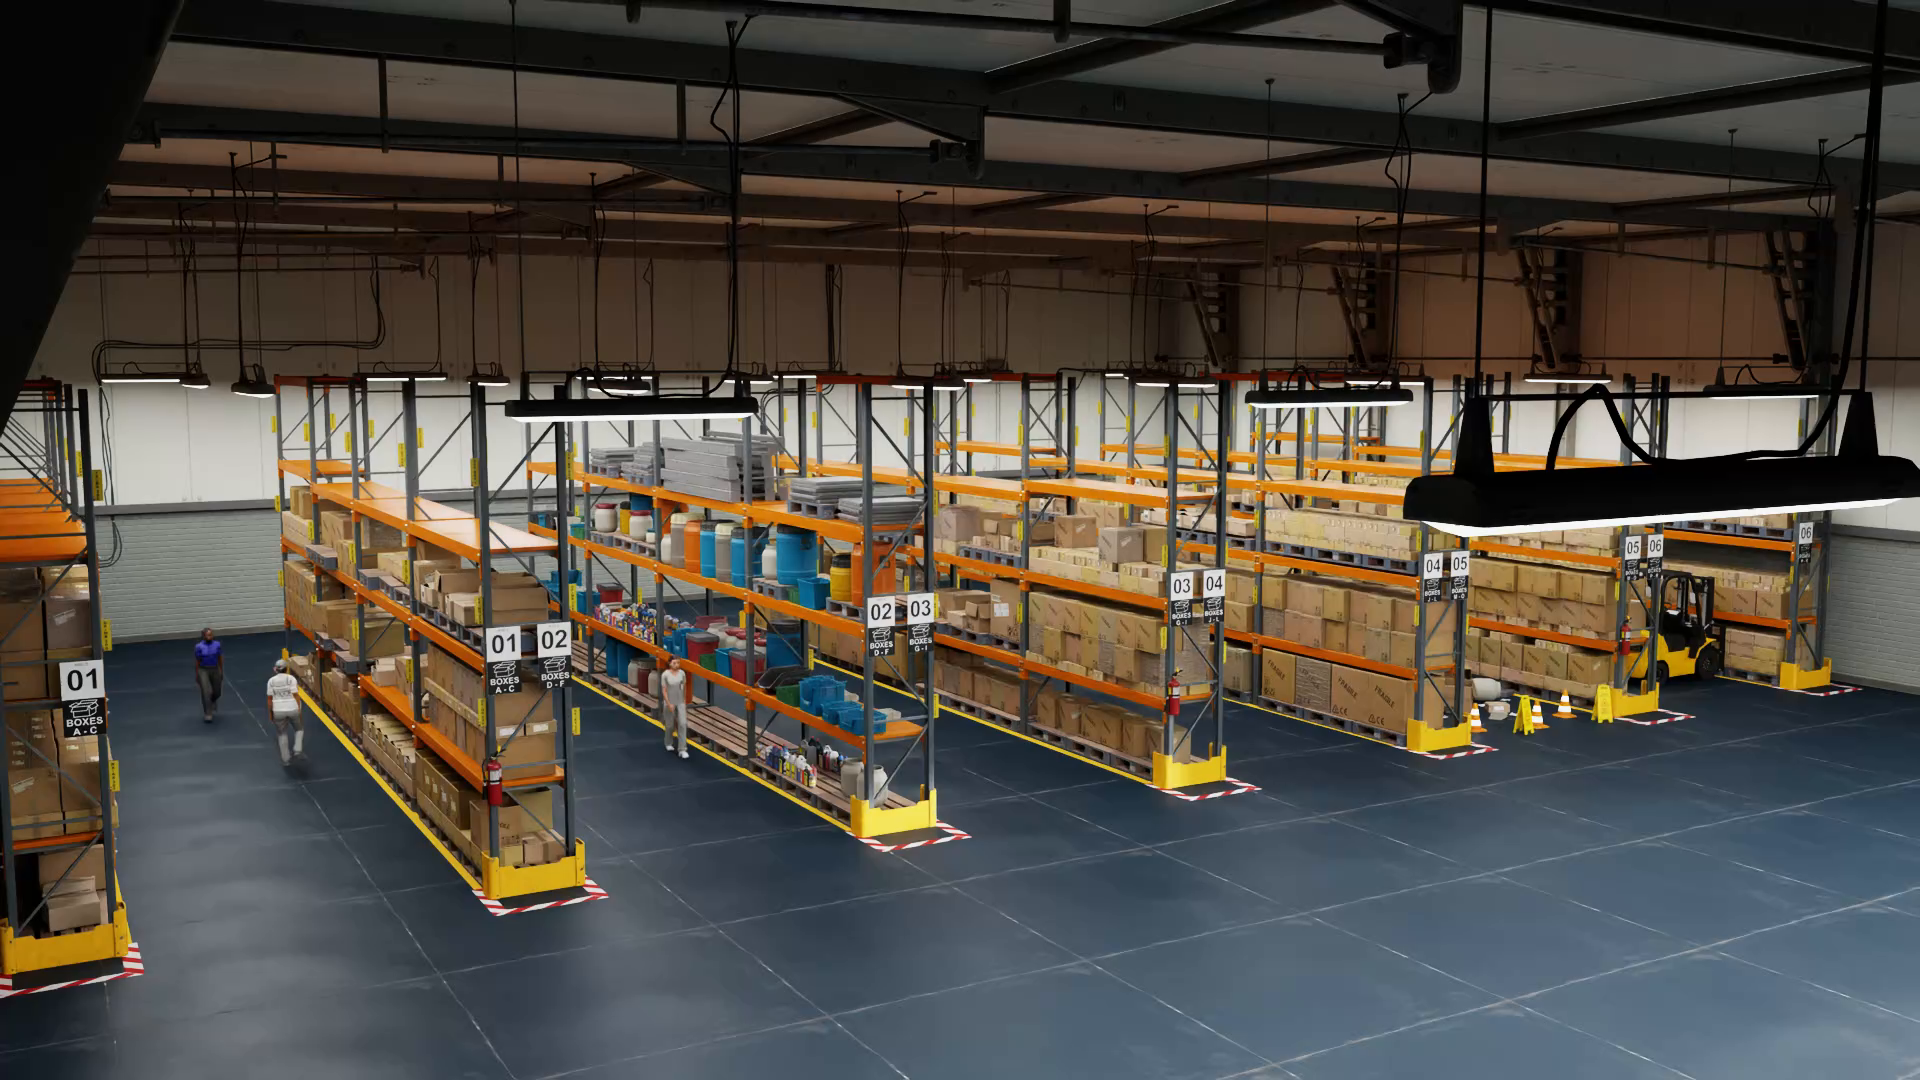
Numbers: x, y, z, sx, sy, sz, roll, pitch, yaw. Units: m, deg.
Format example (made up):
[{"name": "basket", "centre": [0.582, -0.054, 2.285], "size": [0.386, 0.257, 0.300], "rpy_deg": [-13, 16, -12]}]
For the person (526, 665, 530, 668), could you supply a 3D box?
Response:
[{"name": "person", "centre": [-8.830, 1.805, 33.203], "size": [0.548, 1.727, 0.988], "rpy_deg": [-2, 7, -21]}]

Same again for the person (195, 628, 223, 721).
[{"name": "person", "centre": [-13.216, 2.316, 29.259], "size": [0.451, 1.610, 0.843], "rpy_deg": [-4, 7, -32]}]

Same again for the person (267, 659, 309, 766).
[{"name": "person", "centre": [-10.452, 2.680, 25.829], "size": [0.553, 1.645, 0.538], "rpy_deg": [-3, 7, -24]}]

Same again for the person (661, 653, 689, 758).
[{"name": "person", "centre": [-4.530, 2.616, 26.479], "size": [0.446, 1.616, 0.982], "rpy_deg": [-3, 7, -23]}]
